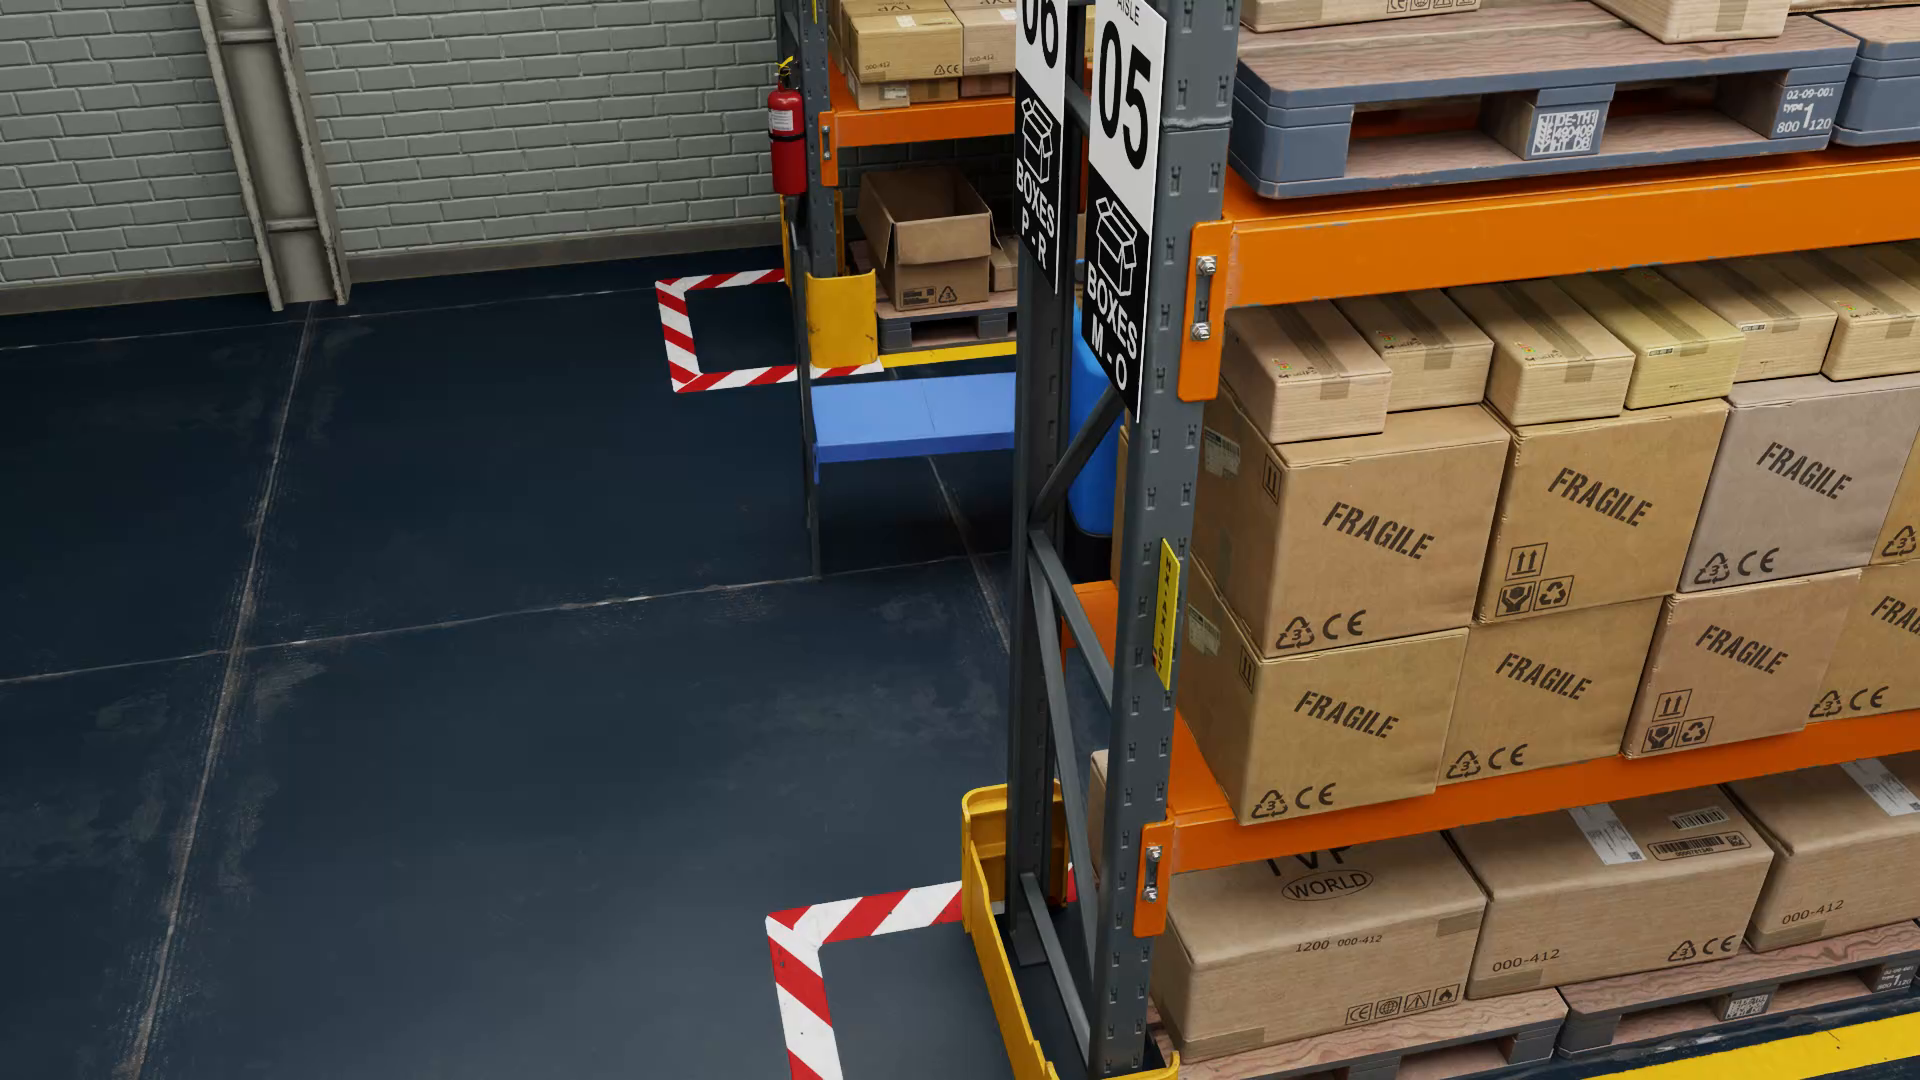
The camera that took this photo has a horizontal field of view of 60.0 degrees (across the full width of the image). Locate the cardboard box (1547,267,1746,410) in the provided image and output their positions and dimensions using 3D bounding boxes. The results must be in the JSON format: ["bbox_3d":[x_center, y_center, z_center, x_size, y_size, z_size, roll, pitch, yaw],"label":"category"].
[{"bbox_3d":[1.492,-0.454,3.665,0.250,0.149,0.380,-8,35,-12],"label":"cardboard box"}]

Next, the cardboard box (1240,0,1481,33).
[{"bbox_3d":[0.732,-1.255,3.405,0.500,0.250,0.500,-10,35,-15],"label":"cardboard box"}]

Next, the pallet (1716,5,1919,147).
[{"bbox_3d":[2.227,-1.210,3.748,1.213,0.211,1.003,-7,35,-11],"label":"pallet"}]

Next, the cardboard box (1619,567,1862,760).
[{"bbox_3d":[1.832,0.173,4.210,0.500,0.500,0.500,-7,35,-11],"label":"cardboard box"}]

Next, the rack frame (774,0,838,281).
[{"bbox_3d":[-0.786,-2.449,8.208,0.127,3.000,1.000,-7,35,-11],"label":"rack frame"}]

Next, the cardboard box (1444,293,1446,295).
[{"bbox_3d":[1.234,-0.478,4.283,0.500,0.500,0.500,-7,35,-10],"label":"cardboard box"}]

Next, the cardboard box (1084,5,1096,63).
[{"bbox_3d":[0.702,-2.546,8.220,0.500,0.250,0.500,-8,35,-11],"label":"cardboard box"}]

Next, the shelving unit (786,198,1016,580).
[{"bbox_3d":[-0.132,-0.634,6.849,1.048,1.500,0.538,-5,34,-7],"label":"shelving unit"}]

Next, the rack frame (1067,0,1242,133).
[{"bbox_3d":[0.313,-2.243,2.517,0.127,3.000,1.000,-7,35,-11],"label":"rack frame"}]

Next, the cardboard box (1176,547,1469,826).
[{"bbox_3d":[0.844,0.303,4.016,0.500,0.500,0.500,-7,35,-11],"label":"cardboard box"}]

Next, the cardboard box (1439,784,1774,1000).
[{"bbox_3d":[1.825,0.885,5.162,0.875,0.438,0.875,-6,34,-9],"label":"cardboard box"}]

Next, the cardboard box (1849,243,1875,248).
[{"bbox_3d":[2.111,-0.840,4.240,0.250,0.149,0.380,-6,34,-9],"label":"cardboard box"}]

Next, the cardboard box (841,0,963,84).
[{"bbox_3d":[-0.284,-2.420,8.032,0.500,0.250,0.500,-7,34,-10],"label":"cardboard box"}]

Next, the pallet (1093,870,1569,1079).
[{"bbox_3d":[1.076,1.265,5.176,1.213,0.211,1.003,-7,35,-11],"label":"pallet"}]

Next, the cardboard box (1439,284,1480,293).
[{"bbox_3d":[1.094,-0.753,4.111,0.250,0.149,0.380,-8,35,-11],"label":"cardboard box"}]

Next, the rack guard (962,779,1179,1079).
[{"bbox_3d":[0.289,1.289,4.881,0.348,0.500,1.175,-7,35,-11],"label":"rack guard"}]

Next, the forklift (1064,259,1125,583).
[{"bbox_3d":[1.905,-1.376,6.670,3.031,2.935,1.130,-5,34,-7],"label":"forklift"}]

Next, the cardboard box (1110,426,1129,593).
[{"bbox_3d":[0.725,0.003,4.464,0.500,0.500,0.500,-7,34,-10],"label":"cardboard box"}]

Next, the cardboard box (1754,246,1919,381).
[{"bbox_3d":[1.989,-0.523,3.768,0.250,0.149,0.380,-7,34,-10],"label":"cardboard box"}]

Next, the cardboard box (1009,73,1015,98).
[{"bbox_3d":[0.342,-2.342,8.273,0.250,0.149,0.380,-6,34,-9],"label":"cardboard box"}]

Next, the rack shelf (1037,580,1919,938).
[{"bbox_3d":[2.264,0.301,4.756,4.000,0.370,1.077,-7,35,-11],"label":"rack shelf"}]

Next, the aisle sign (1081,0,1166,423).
[{"bbox_3d":[0.307,-0.665,3.216,0.004,0.787,0.394,-7,35,-11],"label":"aisle sign"}]

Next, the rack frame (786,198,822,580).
[{"bbox_3d":[-0.635,-0.592,6.786,0.032,1.500,0.500,-5,34,-7],"label":"rack frame"}]

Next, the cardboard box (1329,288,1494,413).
[{"bbox_3d":[0.960,-0.442,3.648,0.250,0.149,0.380,-6,34,-9],"label":"cardboard box"}]

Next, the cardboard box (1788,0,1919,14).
[{"bbox_3d":[1.784,-1.333,3.467,0.500,0.311,0.500,-7,34,-10],"label":"cardboard box"}]

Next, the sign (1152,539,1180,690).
[{"bbox_3d":[0.430,0.158,3.475,0.005,0.325,0.100,-7,35,-11],"label":"sign"}]

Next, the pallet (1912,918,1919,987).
[{"bbox_3d":[3.455,0.965,5.623,1.213,0.211,1.003,-7,35,-11],"label":"pallet"}]

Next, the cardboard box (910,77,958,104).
[{"bbox_3d":[-0.167,-2.293,8.200,0.250,0.149,0.380,-6,34,-9],"label":"cardboard box"}]

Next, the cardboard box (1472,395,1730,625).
[{"bbox_3d":[1.346,-0.180,3.840,0.500,0.500,0.500,-8,35,-12],"label":"cardboard box"}]

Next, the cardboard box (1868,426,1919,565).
[{"bbox_3d":[2.333,-0.310,4.032,0.500,0.500,0.500,-7,35,-10],"label":"cardboard box"}]

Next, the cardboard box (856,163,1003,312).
[{"bbox_3d":[-0.168,-1.611,8.822,0.637,0.503,0.797,-9,35,-12],"label":"cardboard box"}]

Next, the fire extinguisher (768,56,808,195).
[{"bbox_3d":[-0.827,-1.993,7.932,0.183,0.674,0.296,-7,35,-11],"label":"fire extinguisher"}]

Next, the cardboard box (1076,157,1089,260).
[{"bbox_3d":[0.674,-1.693,8.948,0.500,0.500,0.700,-6,34,-9],"label":"cardboard box"}]
